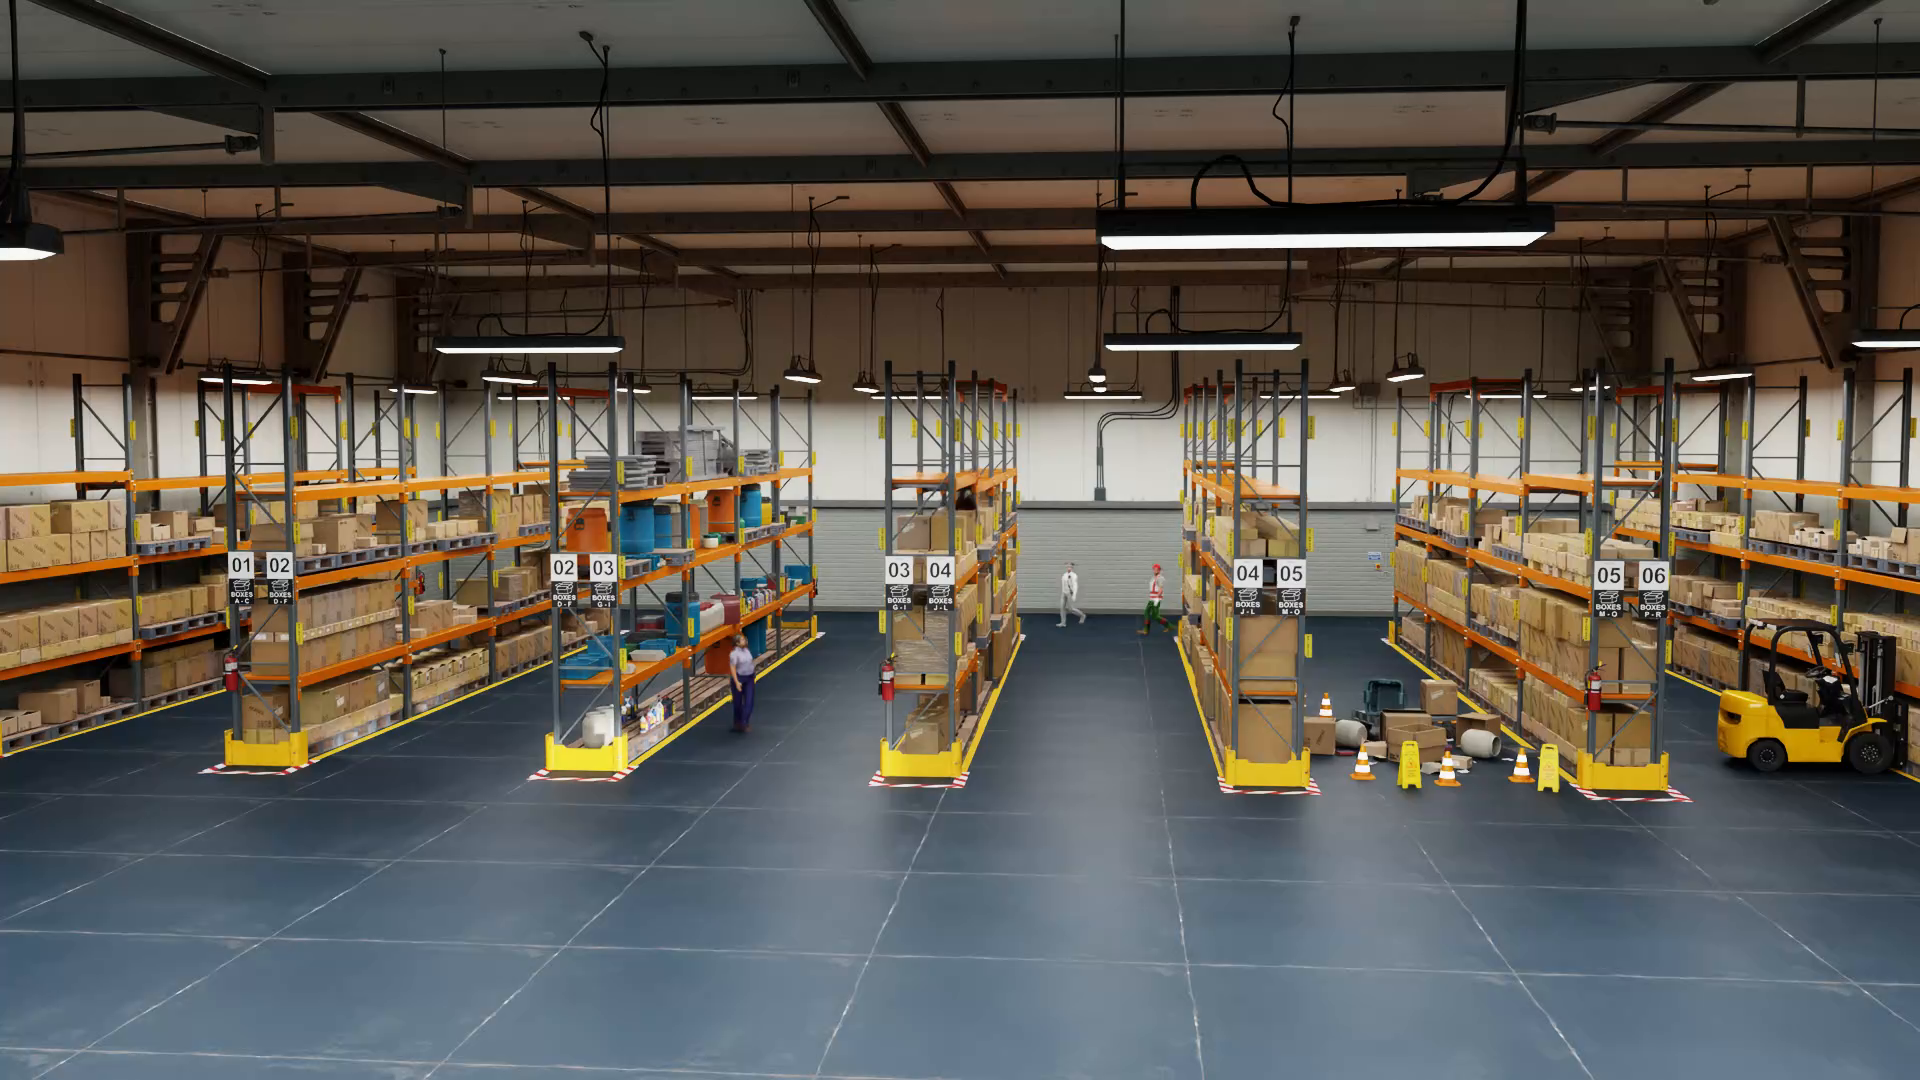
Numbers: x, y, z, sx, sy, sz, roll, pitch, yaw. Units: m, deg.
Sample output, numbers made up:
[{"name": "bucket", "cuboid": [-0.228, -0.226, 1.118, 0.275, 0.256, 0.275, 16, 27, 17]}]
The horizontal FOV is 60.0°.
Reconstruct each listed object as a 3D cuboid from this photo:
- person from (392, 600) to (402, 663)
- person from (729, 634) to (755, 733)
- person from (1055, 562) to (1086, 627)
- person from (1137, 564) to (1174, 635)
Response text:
[{"name": "person", "cuboid": [-11.193, 2.015, 33.319, 0.541, 1.620, 0.695, 0, 4, -1]}, {"name": "person", "cuboid": [-3.638, 2.385, 27.686, 0.501, 1.643, 0.647, -3, 5, -35]}, {"name": "person", "cuboid": [2.806, 1.374, 42.338, 0.774, 1.654, 0.509, -2, 4, -28]}, {"name": "person", "cuboid": [4.769, 1.458, 40.559, 0.897, 1.754, 0.747, 0, 4, 5]}]
